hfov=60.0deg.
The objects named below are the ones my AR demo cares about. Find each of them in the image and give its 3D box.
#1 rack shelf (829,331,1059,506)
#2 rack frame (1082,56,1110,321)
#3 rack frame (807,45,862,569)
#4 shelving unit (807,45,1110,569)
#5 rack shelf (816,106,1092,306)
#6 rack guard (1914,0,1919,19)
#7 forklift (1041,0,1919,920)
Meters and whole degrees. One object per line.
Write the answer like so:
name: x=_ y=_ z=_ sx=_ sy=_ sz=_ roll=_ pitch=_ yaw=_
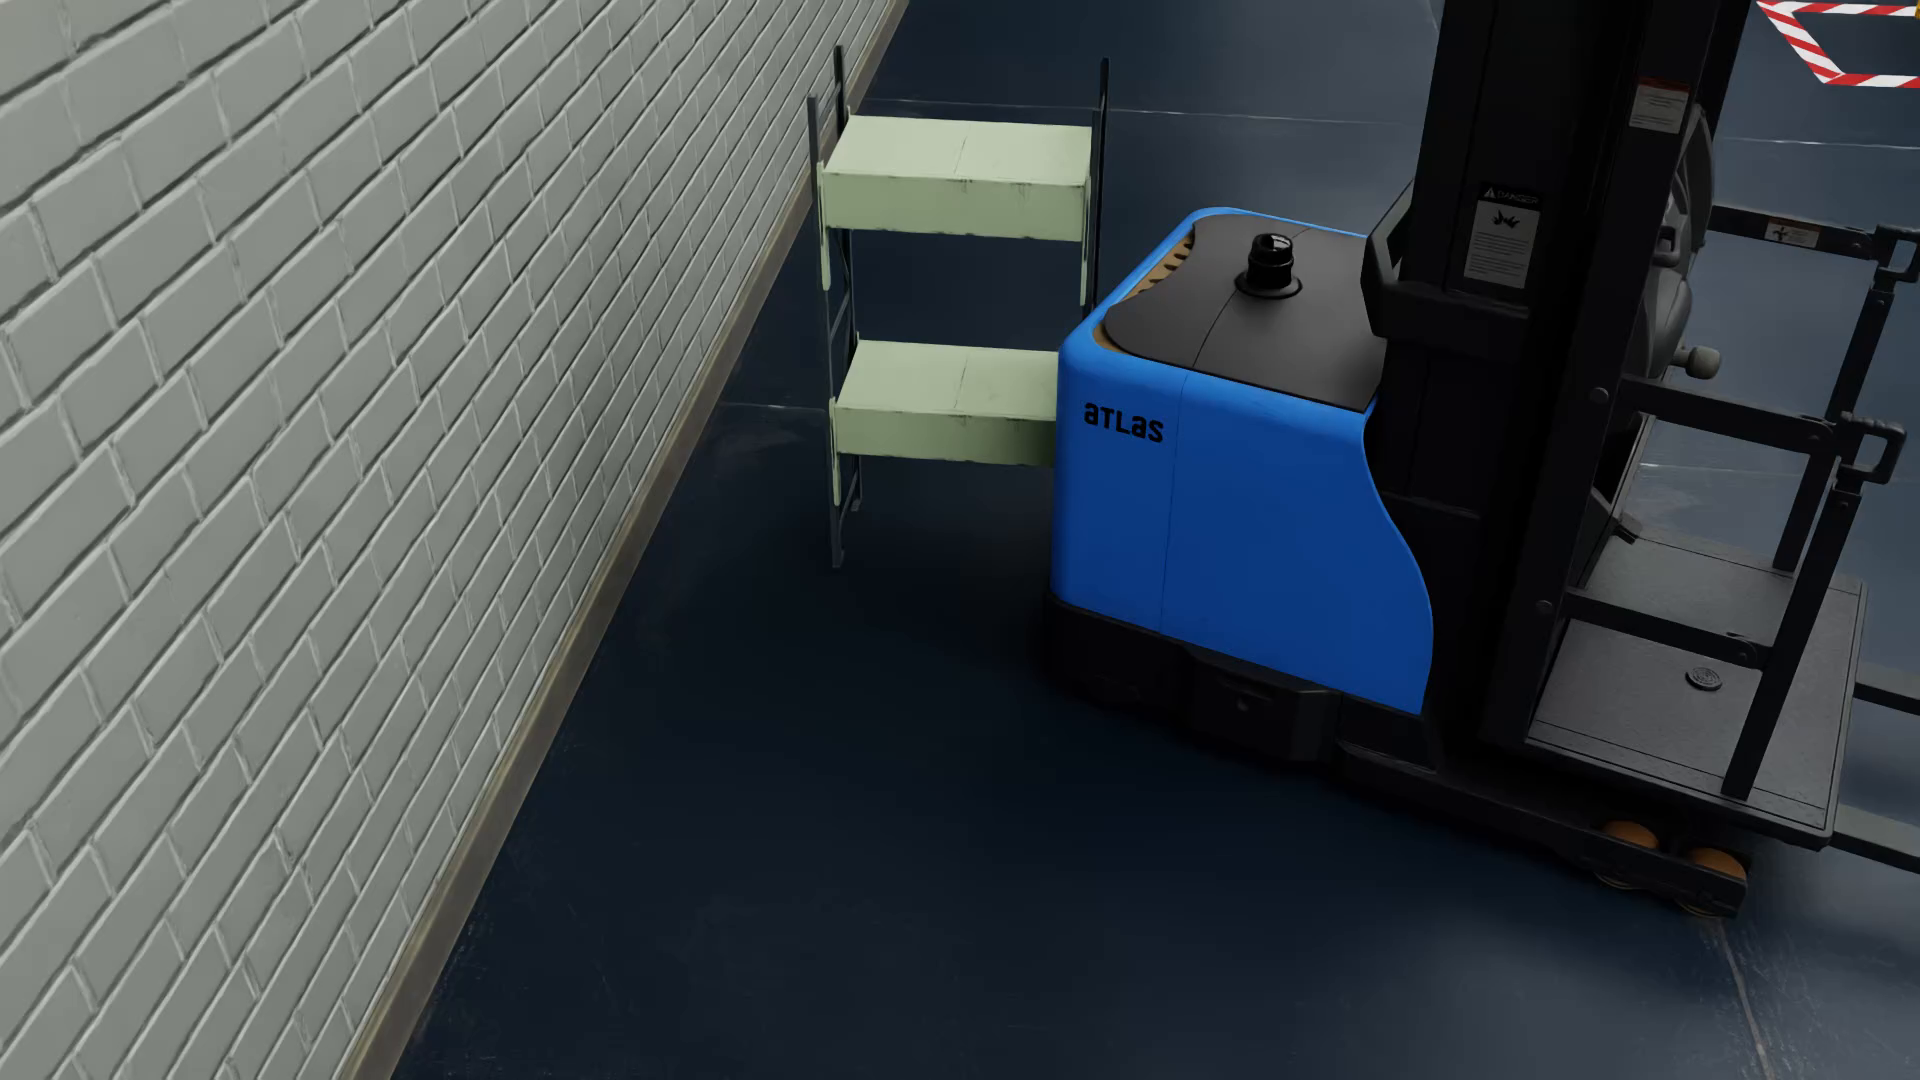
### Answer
rack shelf: x=0.007 y=-0.345 z=5.003 sx=0.720 sy=0.370 sz=0.431 roll=4 pitch=36 yaw=6
rack frame: x=0.370 y=-0.583 z=4.776 sx=0.023 sy=1.500 sz=0.400 roll=4 pitch=36 yaw=6
rack frame: x=-0.356 y=-0.637 z=4.852 sx=0.023 sy=1.500 sz=0.400 roll=4 pitch=36 yaw=6
shelving unit: x=0.007 y=-0.610 z=4.814 sx=0.755 sy=1.500 sz=0.431 roll=4 pitch=36 yaw=6
rack shelf: x=0.007 y=-0.928 z=4.587 sx=0.720 sy=0.370 sz=0.431 roll=4 pitch=36 yaw=6
rack guard: x=5.503 y=-2.855 z=8.820 sx=0.348 sy=0.500 sz=1.175 roll=4 pitch=36 yaw=6
forklift: x=1.775 y=-0.643 z=3.628 sx=3.031 sy=2.935 sz=1.130 roll=17 pitch=39 yaw=23
